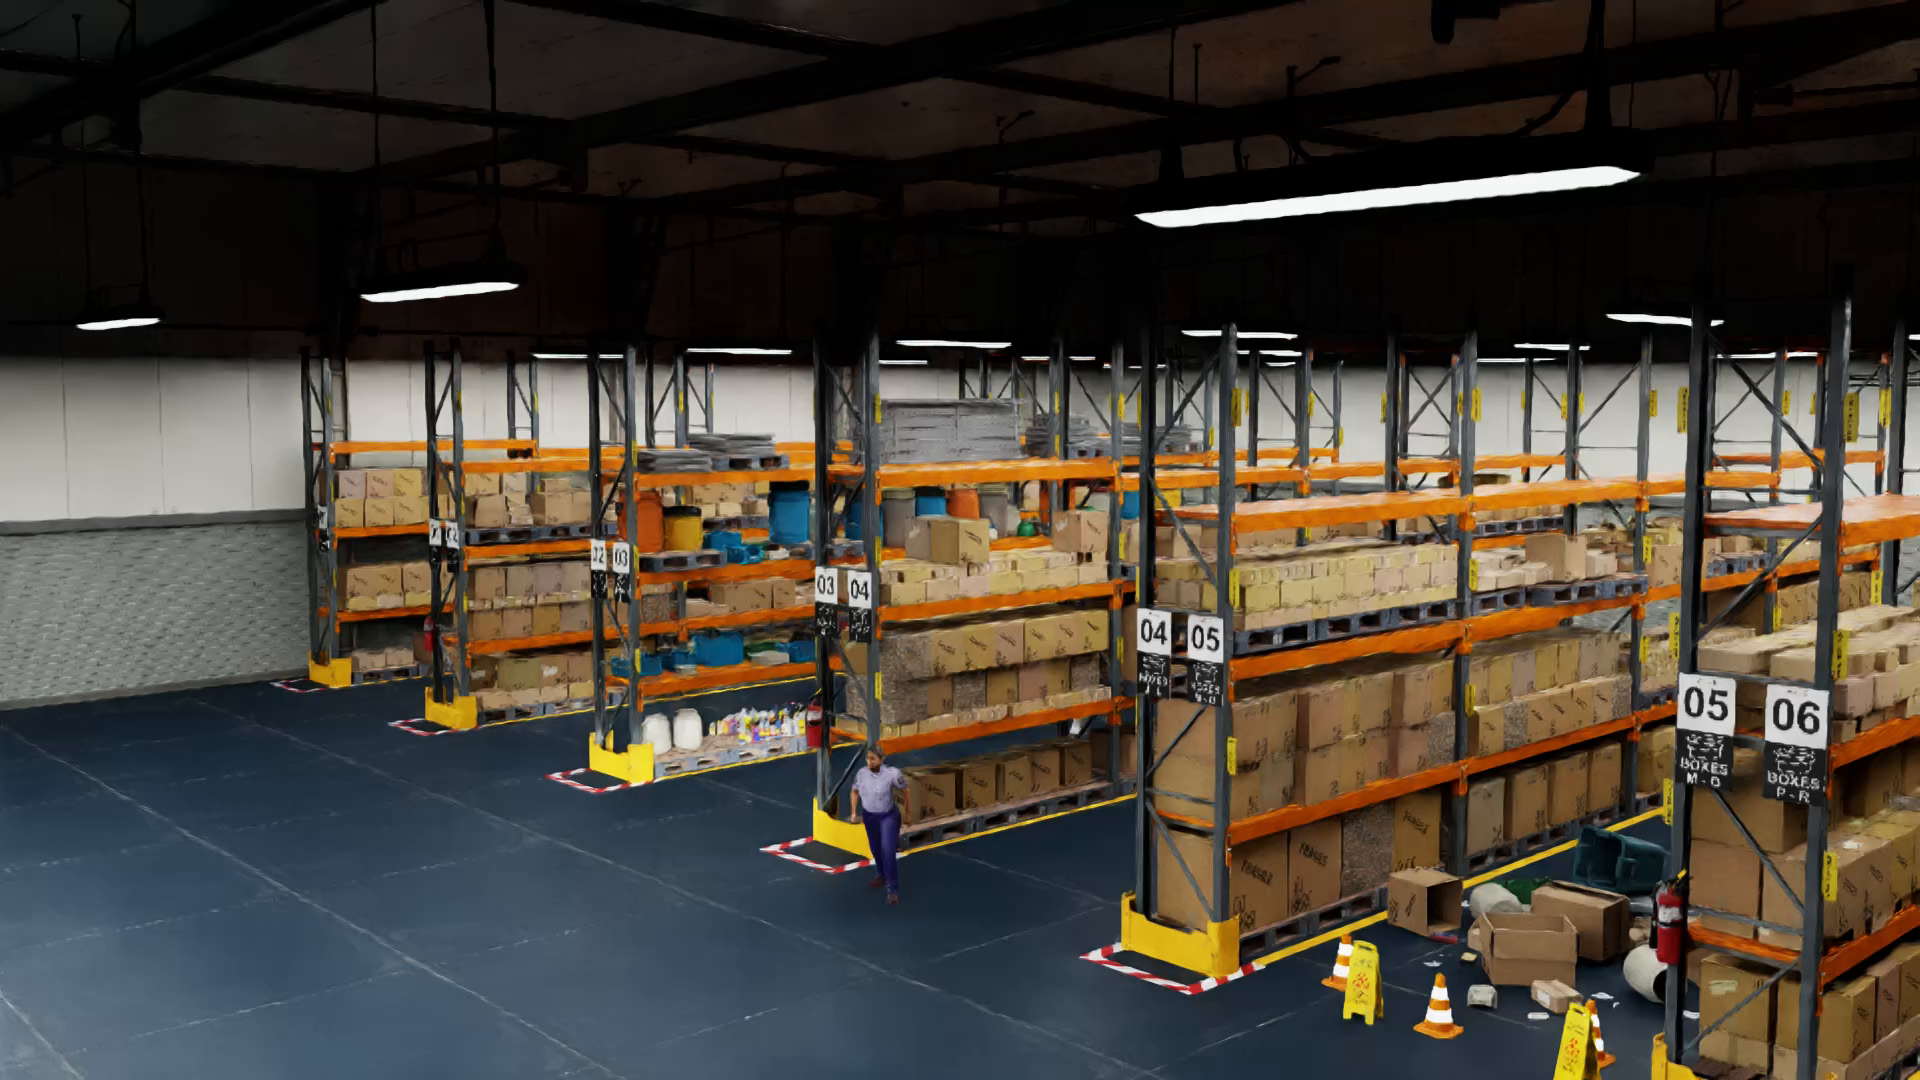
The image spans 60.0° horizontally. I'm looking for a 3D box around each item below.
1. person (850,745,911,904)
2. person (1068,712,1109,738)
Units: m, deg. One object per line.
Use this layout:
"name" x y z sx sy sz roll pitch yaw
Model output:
"person" -0.777 2.866 17.112 0.664 1.583 0.797 3 6 28
"person" 1.884 2.182 23.973 1.038 1.726 0.534 -3 6 -33
